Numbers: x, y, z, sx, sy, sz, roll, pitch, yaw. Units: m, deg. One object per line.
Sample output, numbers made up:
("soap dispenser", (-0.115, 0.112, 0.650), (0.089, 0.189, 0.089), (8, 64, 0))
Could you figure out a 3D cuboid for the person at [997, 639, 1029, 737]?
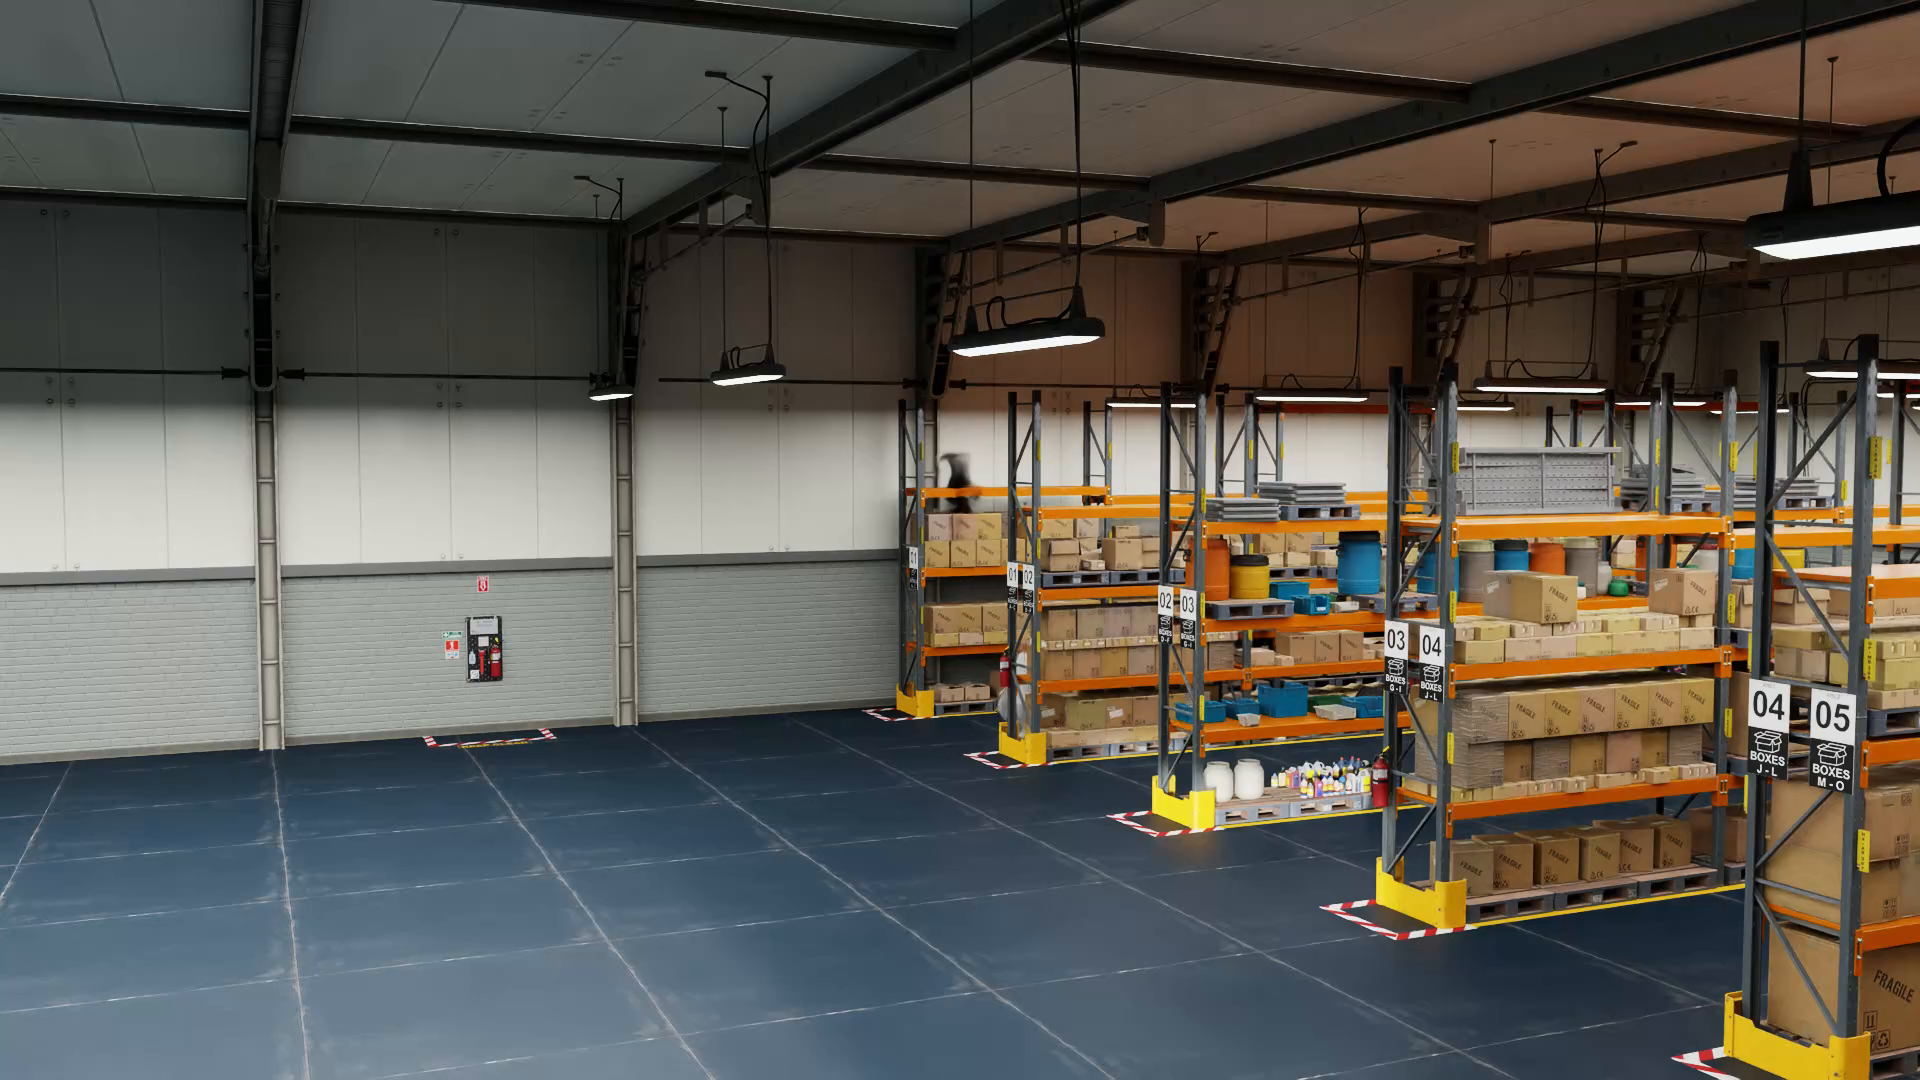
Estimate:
("person", (1.006, 2.601, 28.945), (0.731, 1.772, 0.662), (-2, 4, -36))
